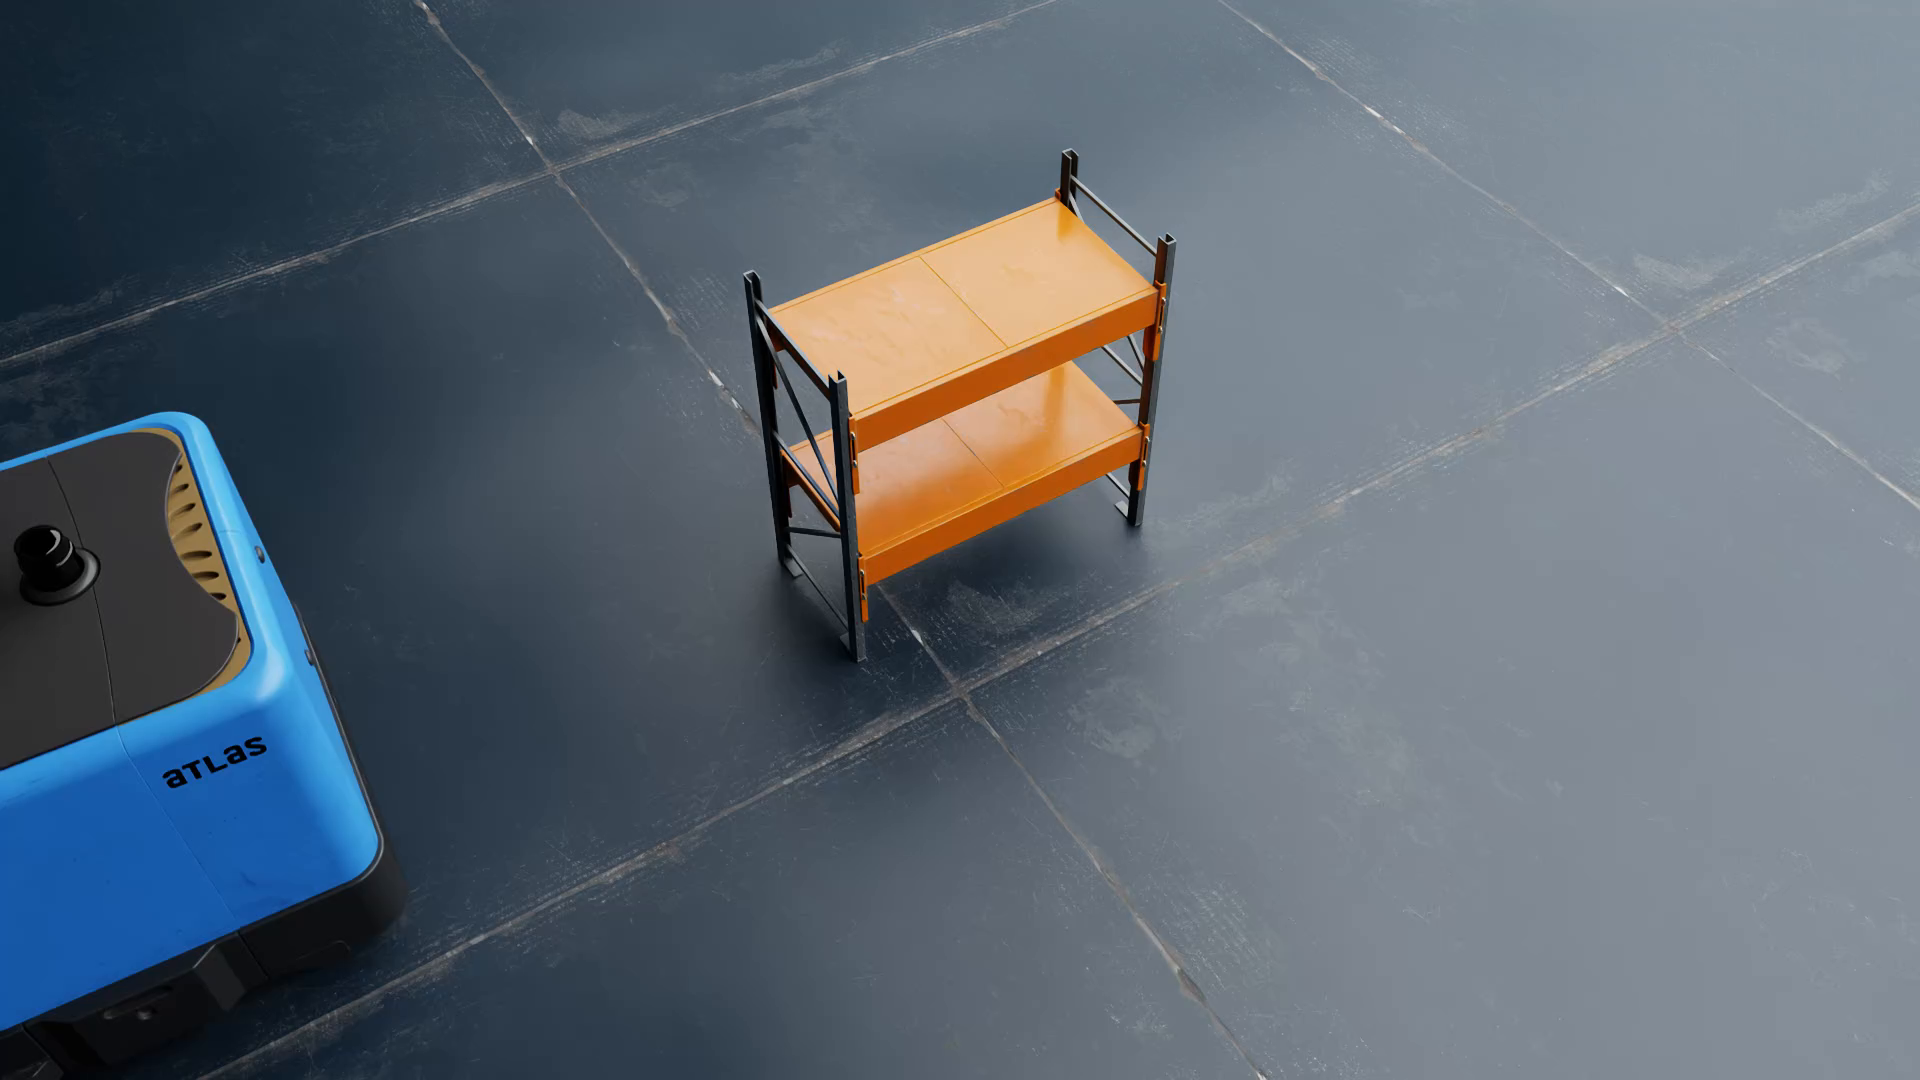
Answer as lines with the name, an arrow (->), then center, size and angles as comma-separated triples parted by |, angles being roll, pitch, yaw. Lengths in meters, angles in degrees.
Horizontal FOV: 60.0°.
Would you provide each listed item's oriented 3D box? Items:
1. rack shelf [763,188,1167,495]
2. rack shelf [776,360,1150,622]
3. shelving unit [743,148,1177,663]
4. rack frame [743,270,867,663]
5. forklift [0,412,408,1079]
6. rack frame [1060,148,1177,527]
rack shelf -> 0.006, -0.571, 4.614 | 1.000, 0.278, 0.538 | -25, 53, -21
rack shelf -> 0.006, -0.214, 5.015 | 1.000, 0.278, 0.538 | -25, 53, -21
shelving unit -> 0.006, -0.377, 4.832 | 1.048, 1.125, 0.538 | -25, 53, -21
rack frame -> -0.424, -0.174, 4.652 | 0.032, 1.125, 0.500 | -25, 53, -21
forklift -> -2.978, 0.246, 3.069 | 3.031, 2.935, 1.130 | -22, 52, -19
rack frame -> 0.436, -0.579, 5.013 | 0.032, 1.125, 0.500 | -25, 53, -21
